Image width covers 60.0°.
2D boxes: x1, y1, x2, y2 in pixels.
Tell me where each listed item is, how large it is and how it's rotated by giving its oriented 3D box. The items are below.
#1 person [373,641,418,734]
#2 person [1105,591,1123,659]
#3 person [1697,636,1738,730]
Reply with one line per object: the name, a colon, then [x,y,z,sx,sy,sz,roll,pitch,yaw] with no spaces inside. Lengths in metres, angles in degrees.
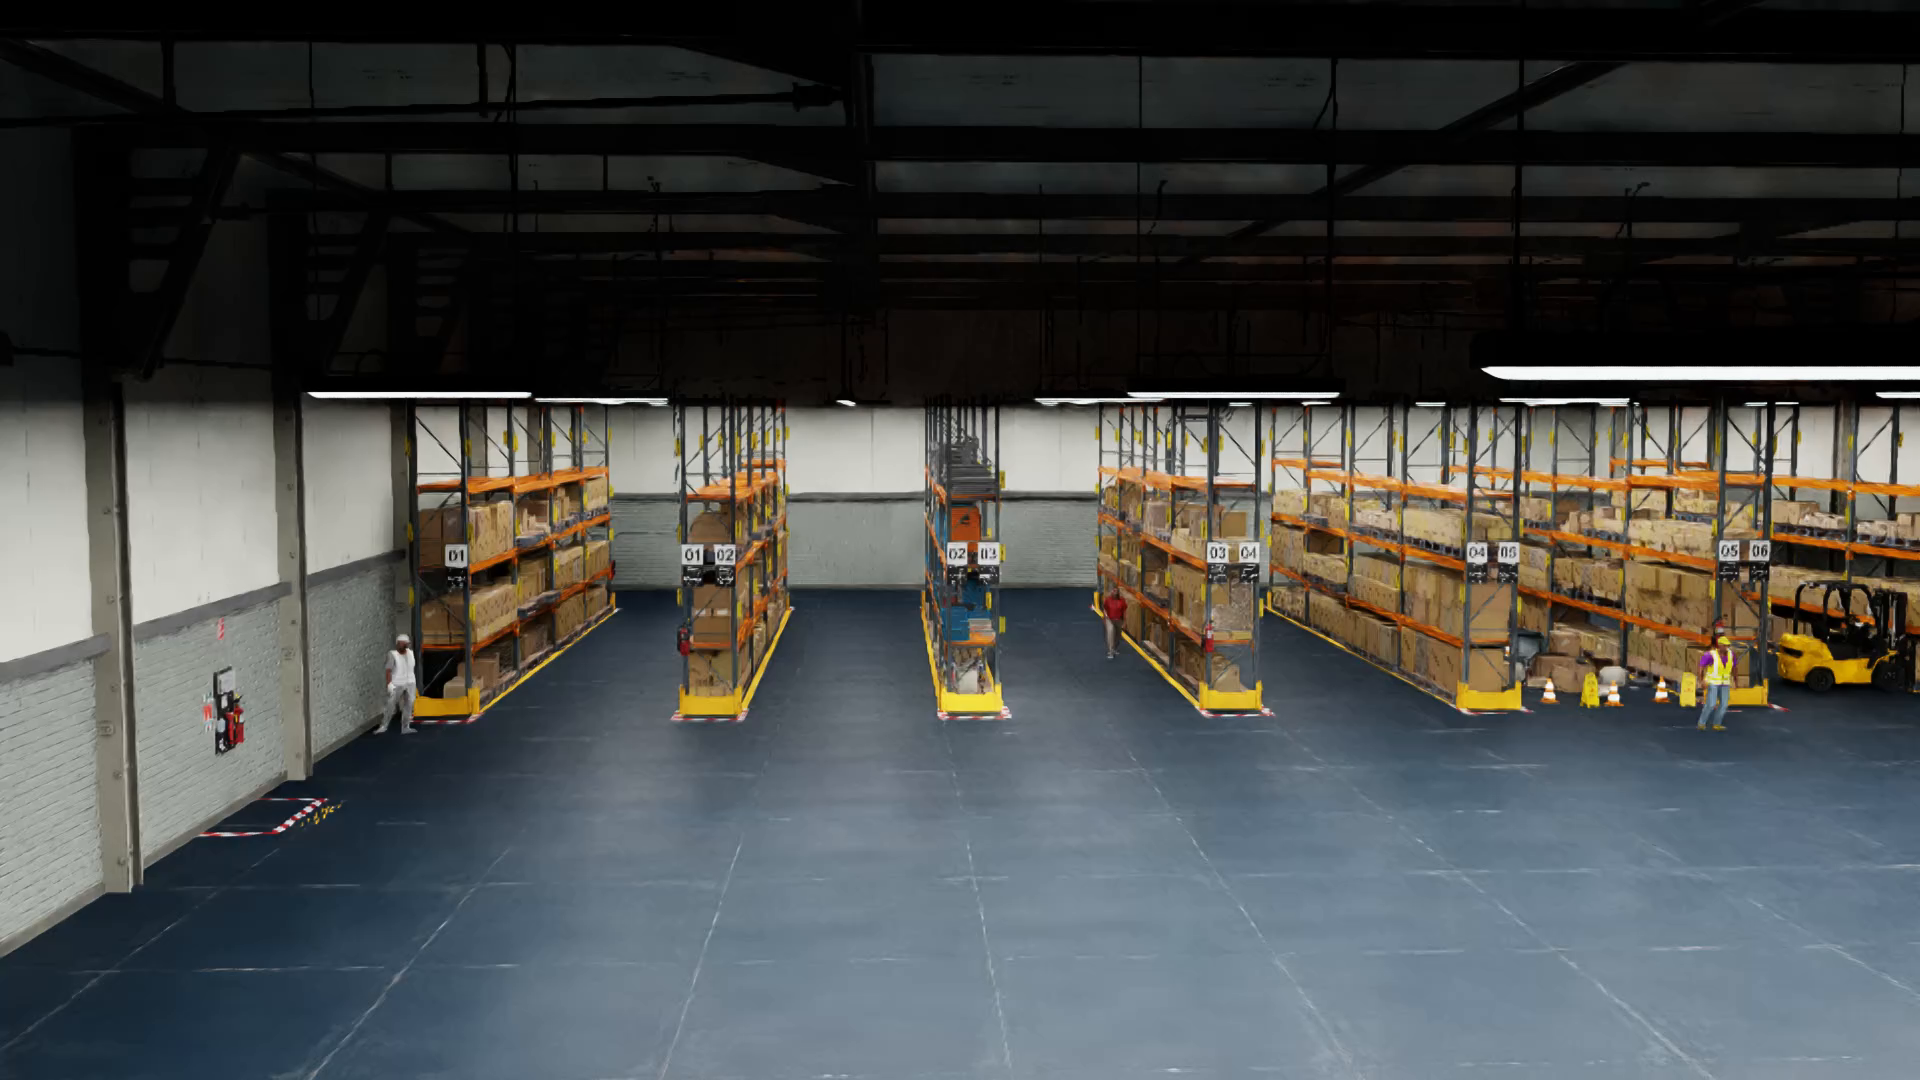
person: [-9.922,2.551,29.204,0.498,1.743,0.734,4,6,43]
person: [3.532,1.915,38.133,0.423,1.546,1.116,0,5,-4]
person: [13.470,2.541,29.556,0.719,1.713,0.578,0,5,-4]
